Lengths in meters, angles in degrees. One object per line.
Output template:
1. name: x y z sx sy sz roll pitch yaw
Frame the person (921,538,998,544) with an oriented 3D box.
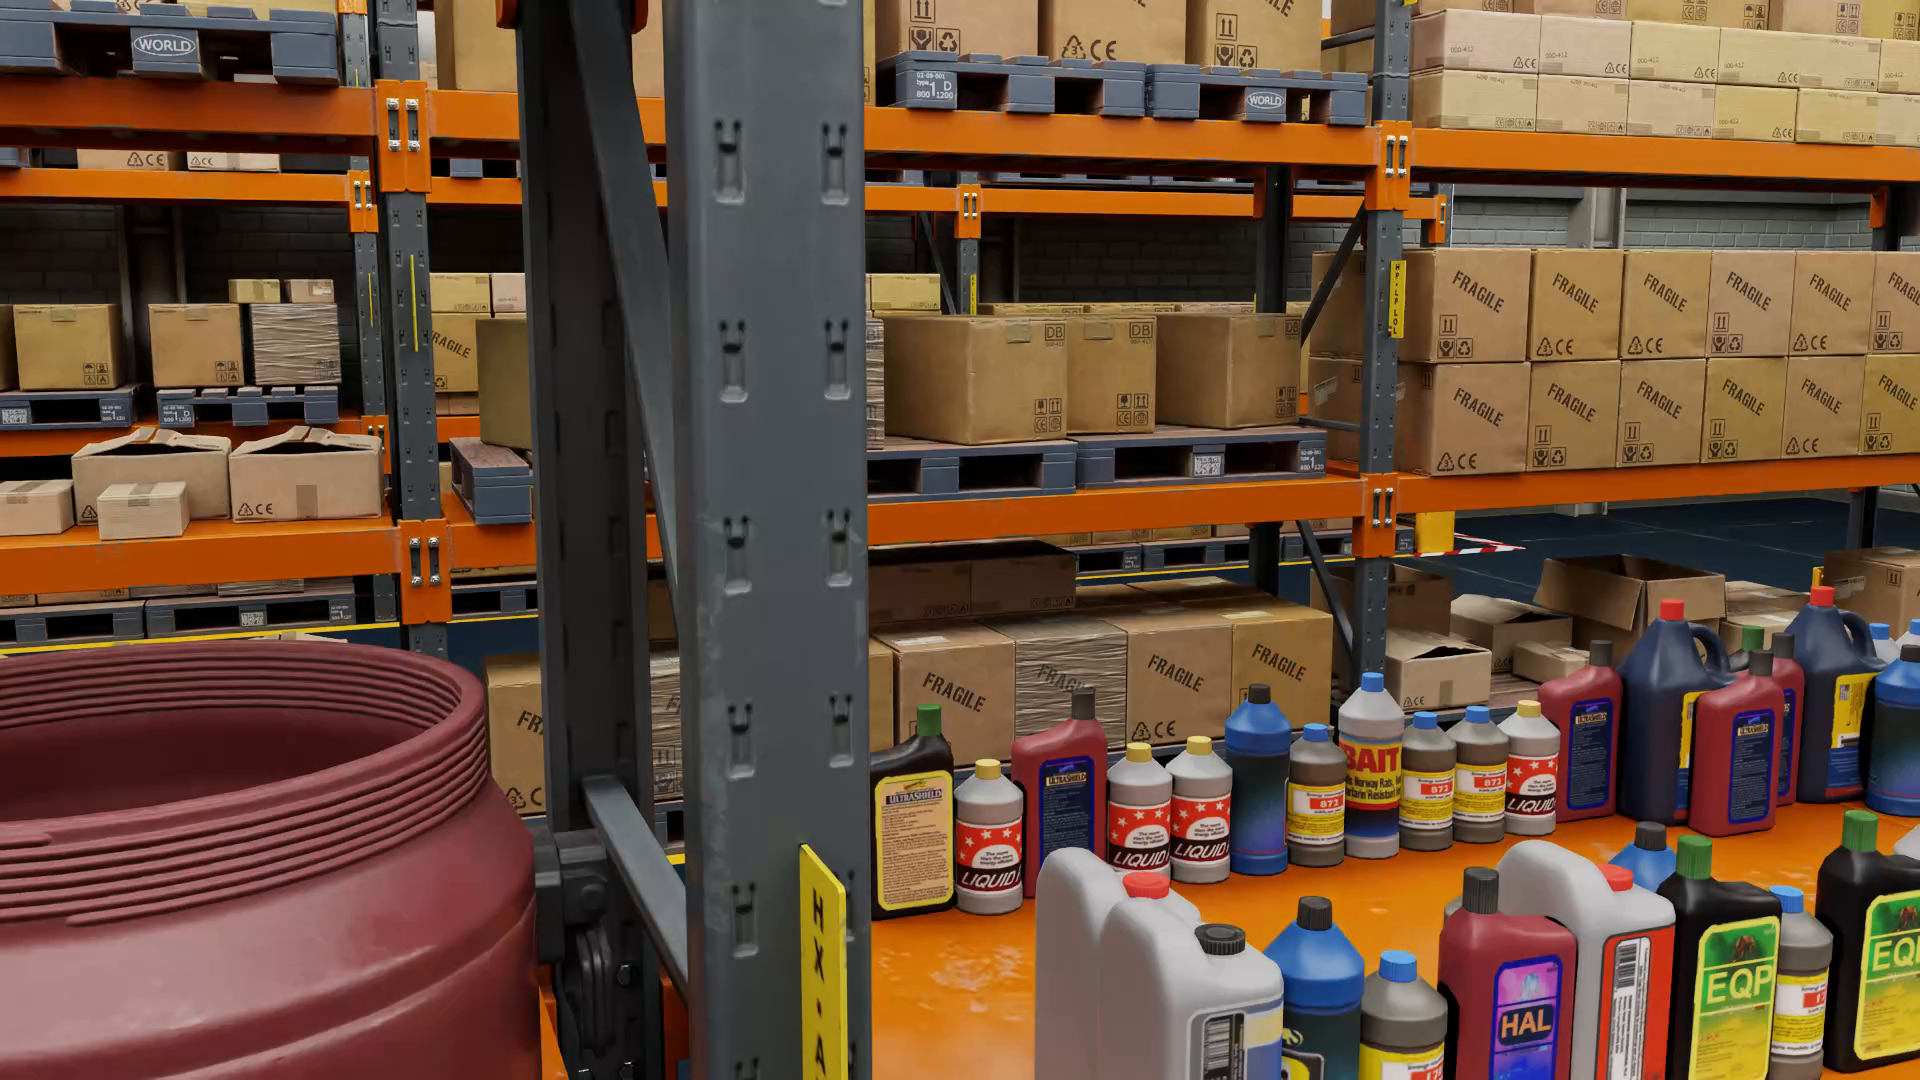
1. person: 0.052 0.285 9.821 0.534 0.850 0.850 -3 9 -21
